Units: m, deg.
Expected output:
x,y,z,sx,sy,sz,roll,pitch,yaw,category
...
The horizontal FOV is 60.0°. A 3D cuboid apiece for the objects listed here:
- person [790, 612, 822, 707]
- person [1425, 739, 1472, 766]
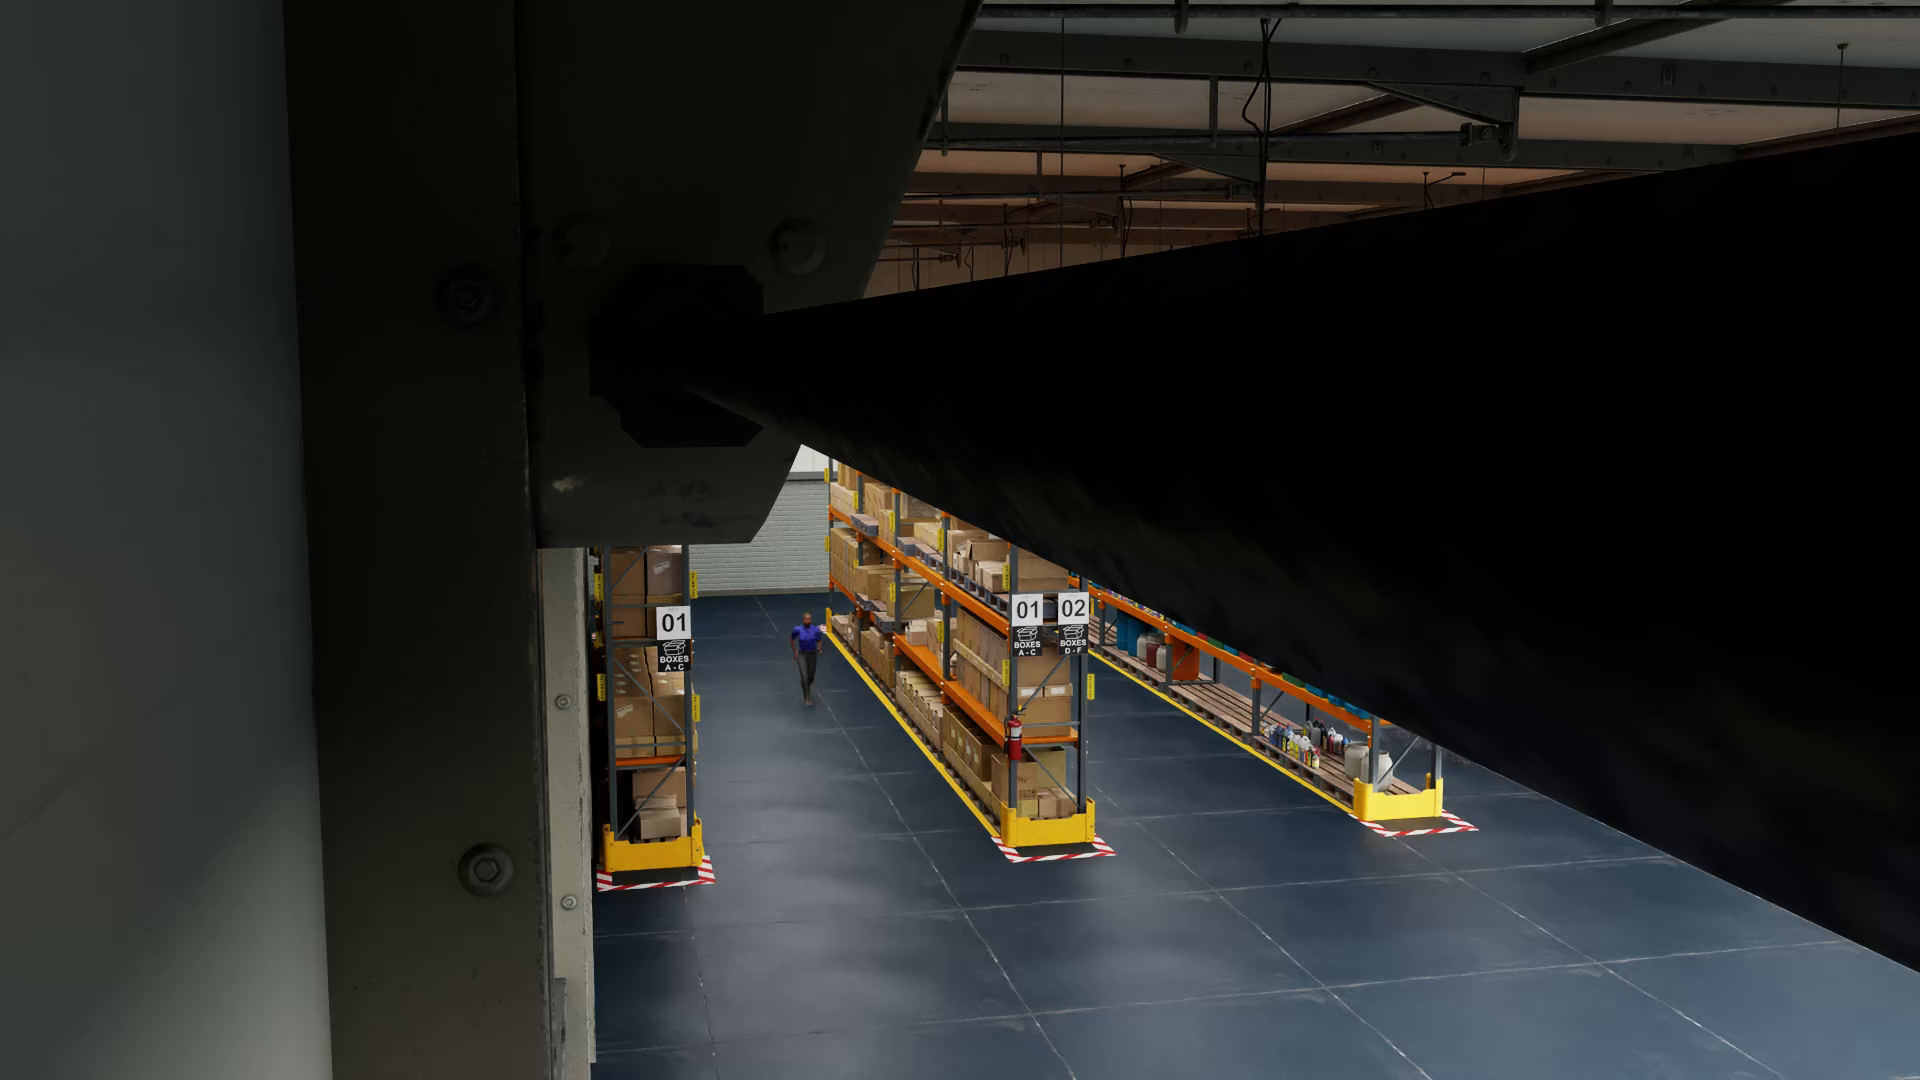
x,y,z,sx,sy,sz,roll,pitch,yaw,category
-2.707,2.067,29.254,0.559,1.640,0.795,-2,7,-16,person
7.484,2.571,25.317,0.615,1.626,0.985,-4,8,-29,person
